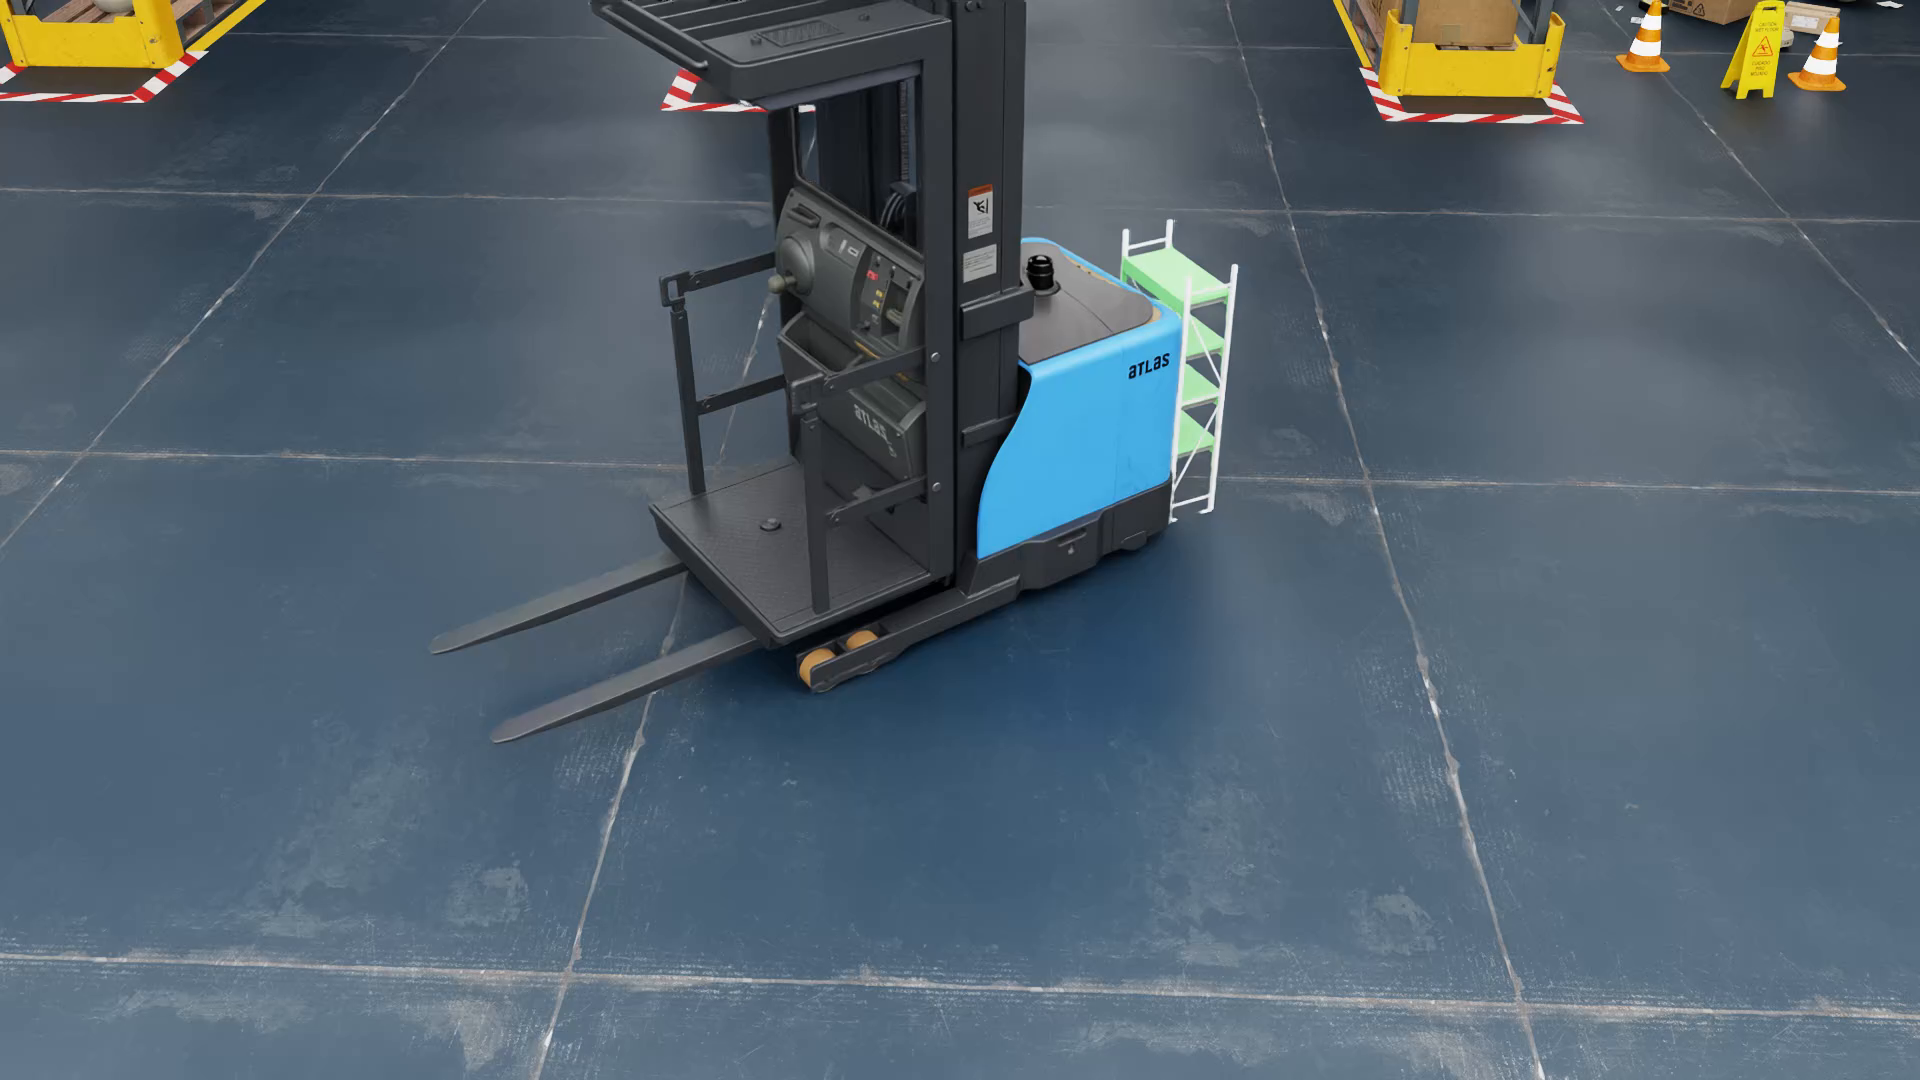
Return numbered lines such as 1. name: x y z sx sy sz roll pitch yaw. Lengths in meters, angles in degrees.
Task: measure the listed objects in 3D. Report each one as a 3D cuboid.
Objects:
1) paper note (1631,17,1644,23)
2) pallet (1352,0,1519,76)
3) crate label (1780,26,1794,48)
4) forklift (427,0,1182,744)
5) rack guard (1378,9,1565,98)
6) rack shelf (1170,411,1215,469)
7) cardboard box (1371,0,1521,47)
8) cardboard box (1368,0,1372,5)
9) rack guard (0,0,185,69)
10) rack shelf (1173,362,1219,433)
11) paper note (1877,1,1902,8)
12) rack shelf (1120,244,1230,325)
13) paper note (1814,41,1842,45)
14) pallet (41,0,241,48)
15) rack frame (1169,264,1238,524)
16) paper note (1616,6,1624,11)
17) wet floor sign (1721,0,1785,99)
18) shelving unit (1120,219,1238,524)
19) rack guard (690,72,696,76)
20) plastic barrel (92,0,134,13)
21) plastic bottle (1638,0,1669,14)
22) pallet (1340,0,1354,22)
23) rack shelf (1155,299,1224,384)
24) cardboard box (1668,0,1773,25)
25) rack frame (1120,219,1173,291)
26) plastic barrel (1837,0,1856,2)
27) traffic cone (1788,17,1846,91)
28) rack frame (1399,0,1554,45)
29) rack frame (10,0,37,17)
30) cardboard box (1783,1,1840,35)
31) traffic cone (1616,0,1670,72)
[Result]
1. paper note: 5.336 -4.075 13.024 0.144 0.017 0.142 13 37 18
2. pallet: 3.532 -3.773 12.436 1.003 0.211 1.213 1 35 2
3. crate label: 6.103 -3.786 12.518 0.250 0.136 0.298 -17 38 -22
4. forklift: -0.589 -0.960 6.066 3.031 2.935 1.130 -22 41 -28
5. rack guard: 3.577 -3.417 11.677 1.175 0.500 0.348 1 35 2
6. rack shelf: 0.911 -0.473 7.407 0.258 0.148 0.480 -16 38 -21
7. cardboard box: 3.539 -4.147 12.024 0.875 0.875 0.875 2 35 2
8. cardboard box: 3.573 -4.652 12.744 0.875 0.875 0.875 1 35 1
9. rack guard: -6.367 -3.762 12.168 1.175 0.500 0.348 1 35 2
10. rack shelf: 0.911 -0.669 7.269 0.258 0.148 0.480 -16 38 -21
11. paper note: 7.471 -4.306 13.350 0.142 0.019 0.148 -10 36 -14
12. rack shelf: 0.909 -1.061 6.992 0.258 0.148 0.480 -16 38 -21
13. paper note: 6.577 -3.771 12.589 0.148 0.019 0.142 -10 36 -14
14. pallet: -6.329 -4.111 12.915 1.003 0.211 1.213 1 35 2
15. rack frame: 1.019 -0.596 7.053 0.240 1.200 0.015 -16 38 -21
16. paper note: 5.271 -4.250 13.289 0.032 0.001 0.123 20 40 26
17. wet floor sign: 5.555 -3.427 11.566 0.267 0.644 0.232 -4 35 -6
18. shelving unit: 0.910 -0.721 7.232 0.258 1.200 0.503 -16 38 -21
19. rack guard: -1.371 -3.647 12.004 1.175 0.500 0.348 1 35 2
20. plastic barrel: -6.373 -4.274 12.521 0.421 0.512 0.421 0 35 0
21. plastic bottle: 5.512 -4.262 13.261 0.133 0.061 0.283 -10 36 -14
22. pallet: 3.584 -4.472 13.430 1.003 0.211 1.213 1 35 2
23. rack shelf: 0.910 -0.865 7.130 0.258 0.148 0.480 -16 38 -21
24. cardboard box: 6.069 -4.443 13.134 0.797 0.503 0.637 -24 42 -30
25. rack frame: 0.802 -0.847 7.411 0.240 1.200 0.015 -16 38 -21
26. plastic barrel: 7.098 -4.564 13.376 0.512 0.421 0.421 28 44 33
27. traffic cone: 6.134 -3.466 11.779 0.336 0.463 0.334 1 35 2
28. rack frame: 3.578 -4.453 10.977 1.000 3.000 0.127 1 35 2
29. rack frame: -6.323 -4.740 11.386 1.000 3.000 0.127 1 35 2
30. cardboard box: 6.562 -4.030 12.854 0.380 0.149 0.250 20 40 26
31. traffic cone: 5.018 -3.687 12.094 0.336 0.463 0.334 1 35 2
